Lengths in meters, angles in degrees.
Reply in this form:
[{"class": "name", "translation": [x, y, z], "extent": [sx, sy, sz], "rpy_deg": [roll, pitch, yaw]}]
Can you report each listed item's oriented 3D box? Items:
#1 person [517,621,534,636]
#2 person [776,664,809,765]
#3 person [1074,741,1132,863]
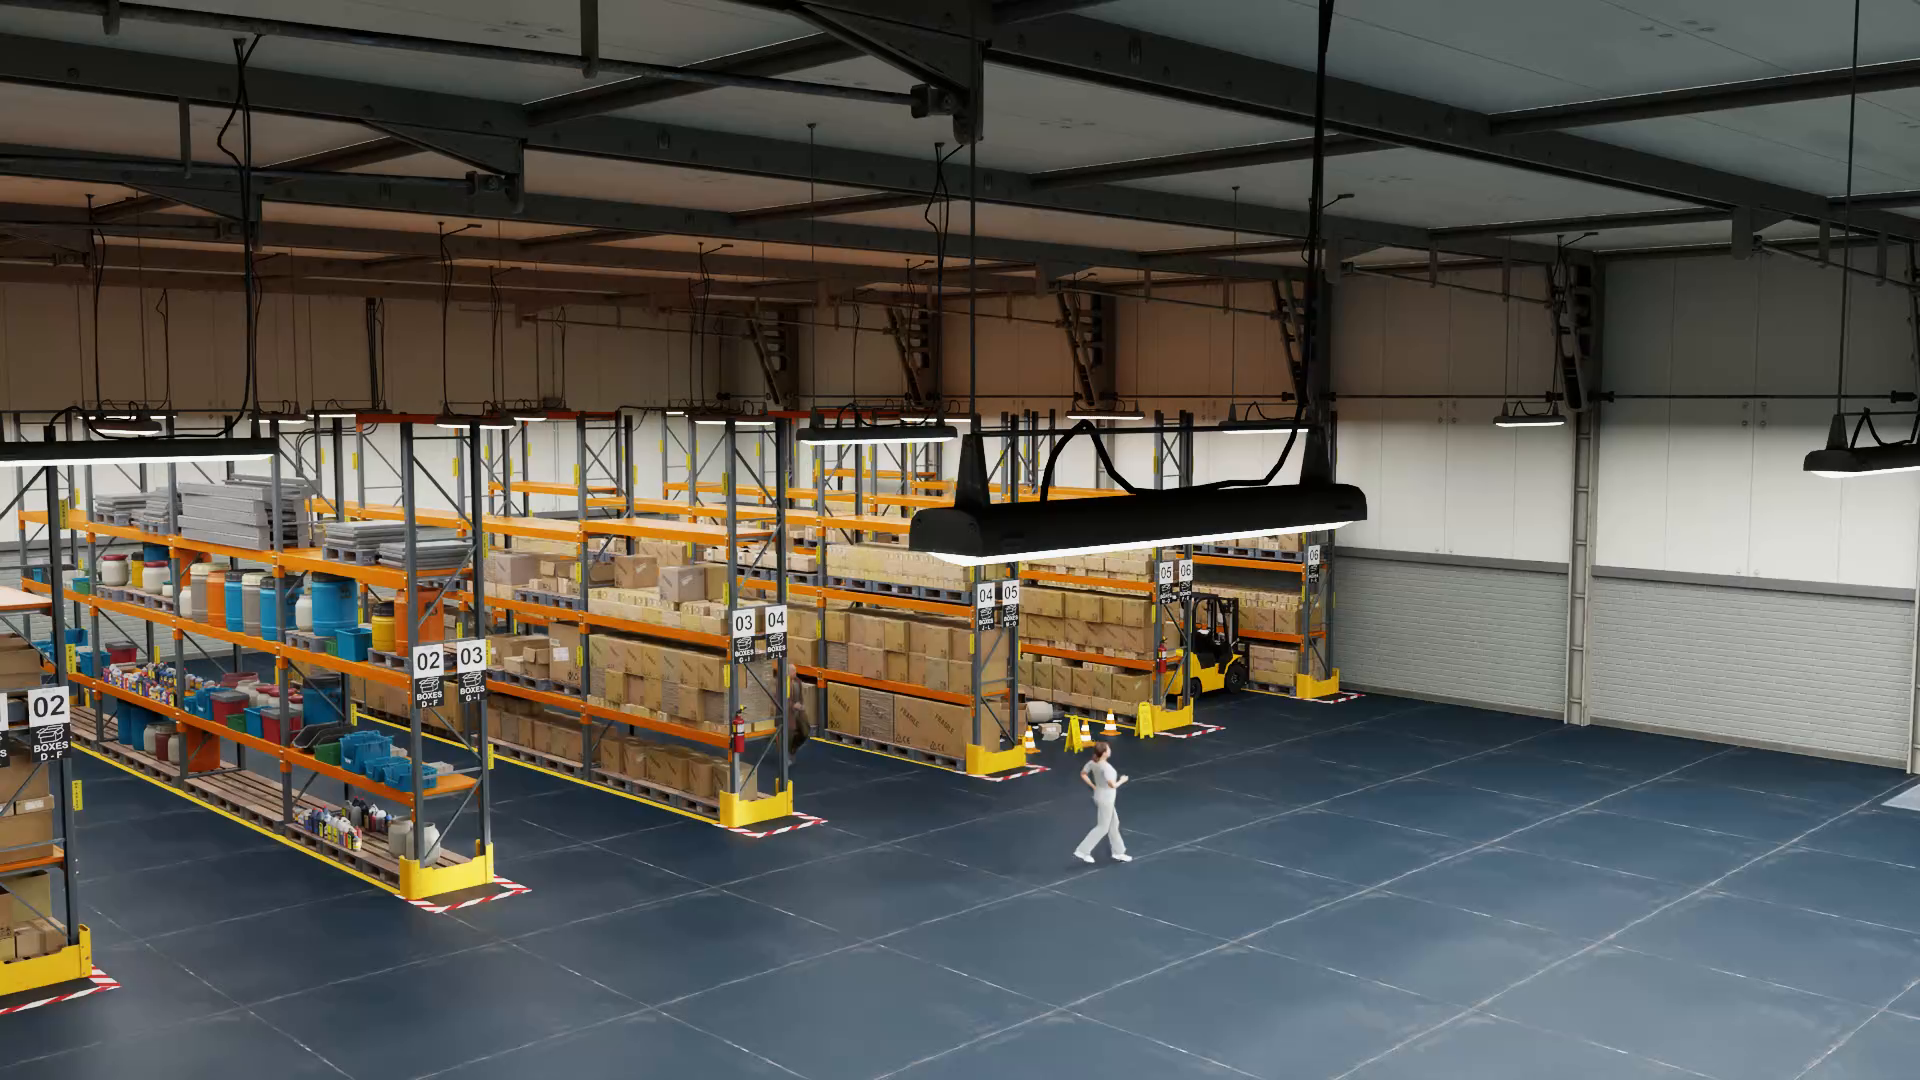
[{"class": "person", "translation": [-10.670, 1.990, 40.874], "extent": [0.625, 1.599, 0.652], "rpy_deg": [0, 5, 2]}, {"class": "person", "translation": [-2.842, 2.988, 28.431], "extent": [0.682, 1.757, 0.735], "rpy_deg": [4, 6, 38]}, {"class": "person", "translation": [1.934, 3.529, 22.337], "extent": [0.891, 1.680, 0.566], "rpy_deg": [-2, 5, -19]}]
